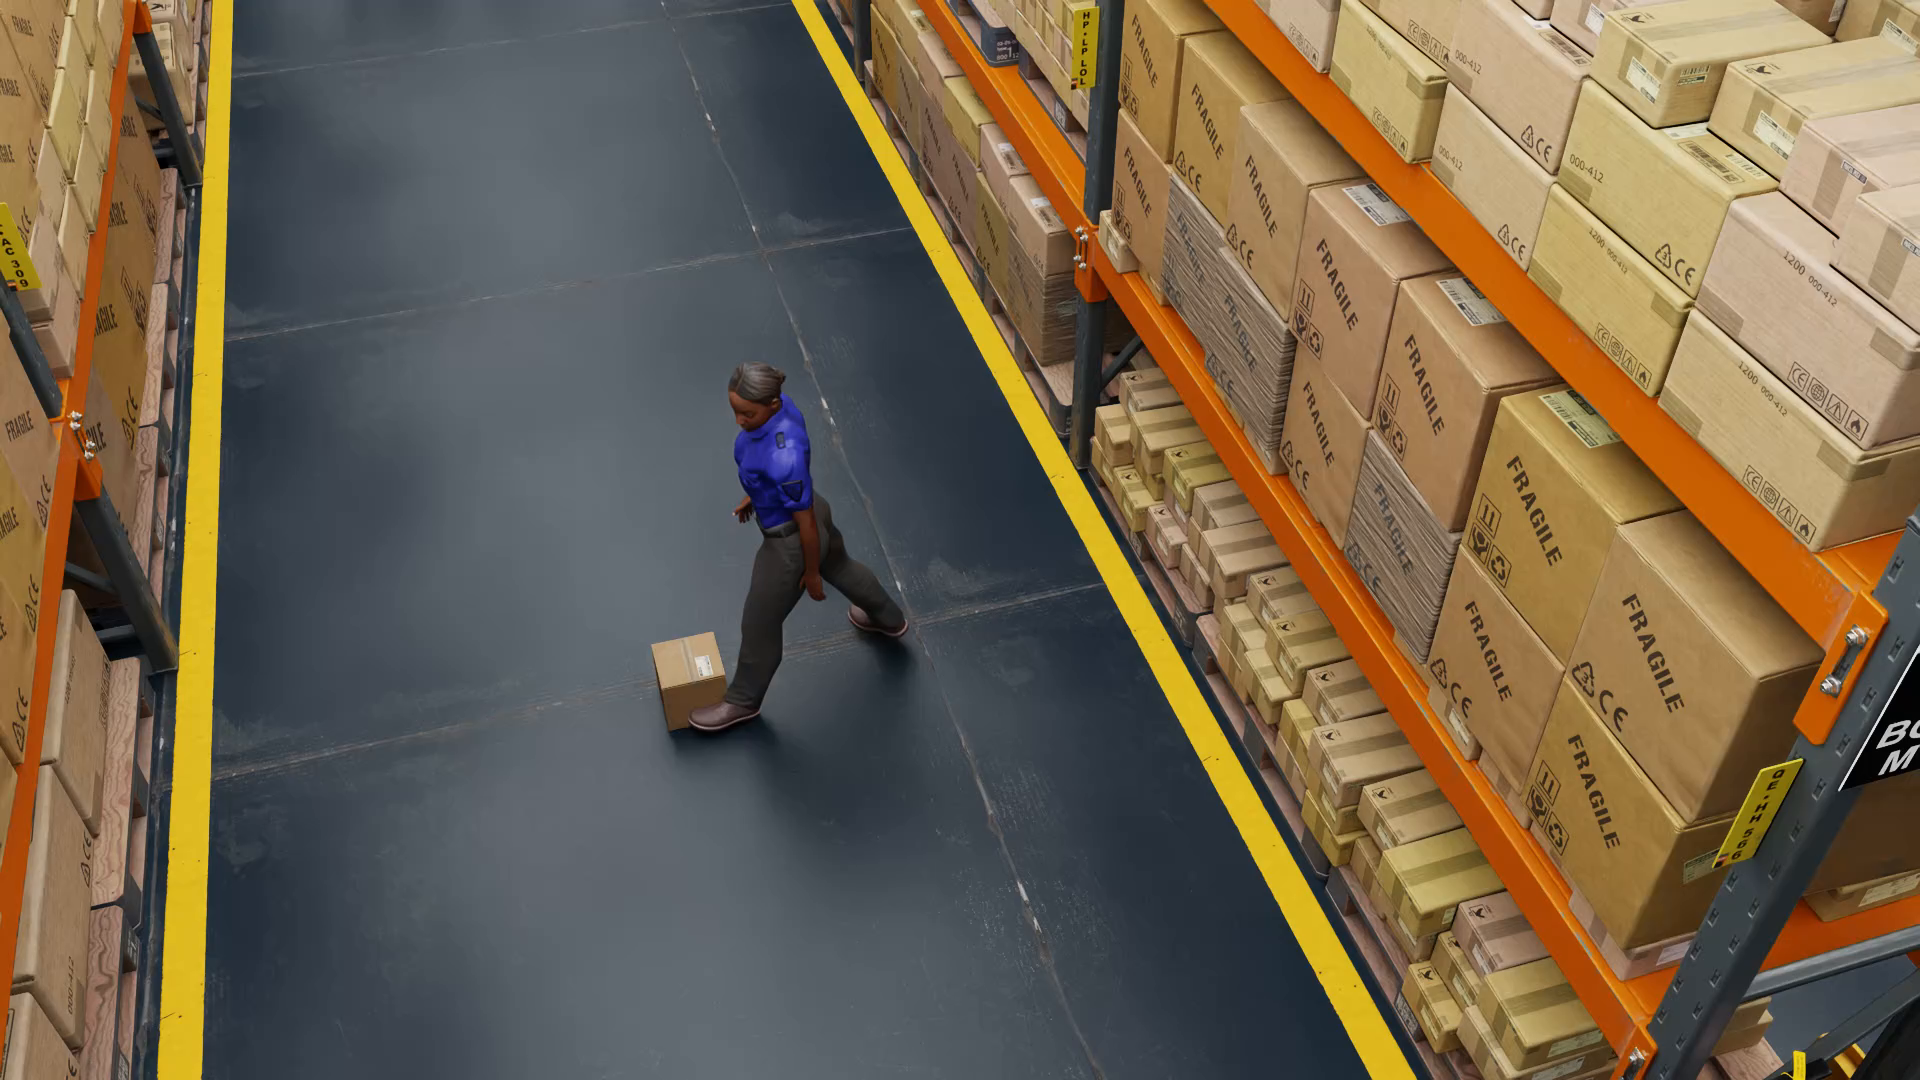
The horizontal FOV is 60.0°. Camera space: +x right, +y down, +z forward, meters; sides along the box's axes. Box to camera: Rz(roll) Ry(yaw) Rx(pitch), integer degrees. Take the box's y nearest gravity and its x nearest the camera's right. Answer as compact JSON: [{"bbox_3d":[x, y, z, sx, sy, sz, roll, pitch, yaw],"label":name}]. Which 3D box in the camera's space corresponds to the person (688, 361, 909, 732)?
[{"bbox_3d":[-0.646,-0.060,6.234,0.903,1.615,0.615,-4,43,-4],"label":"person"}]
